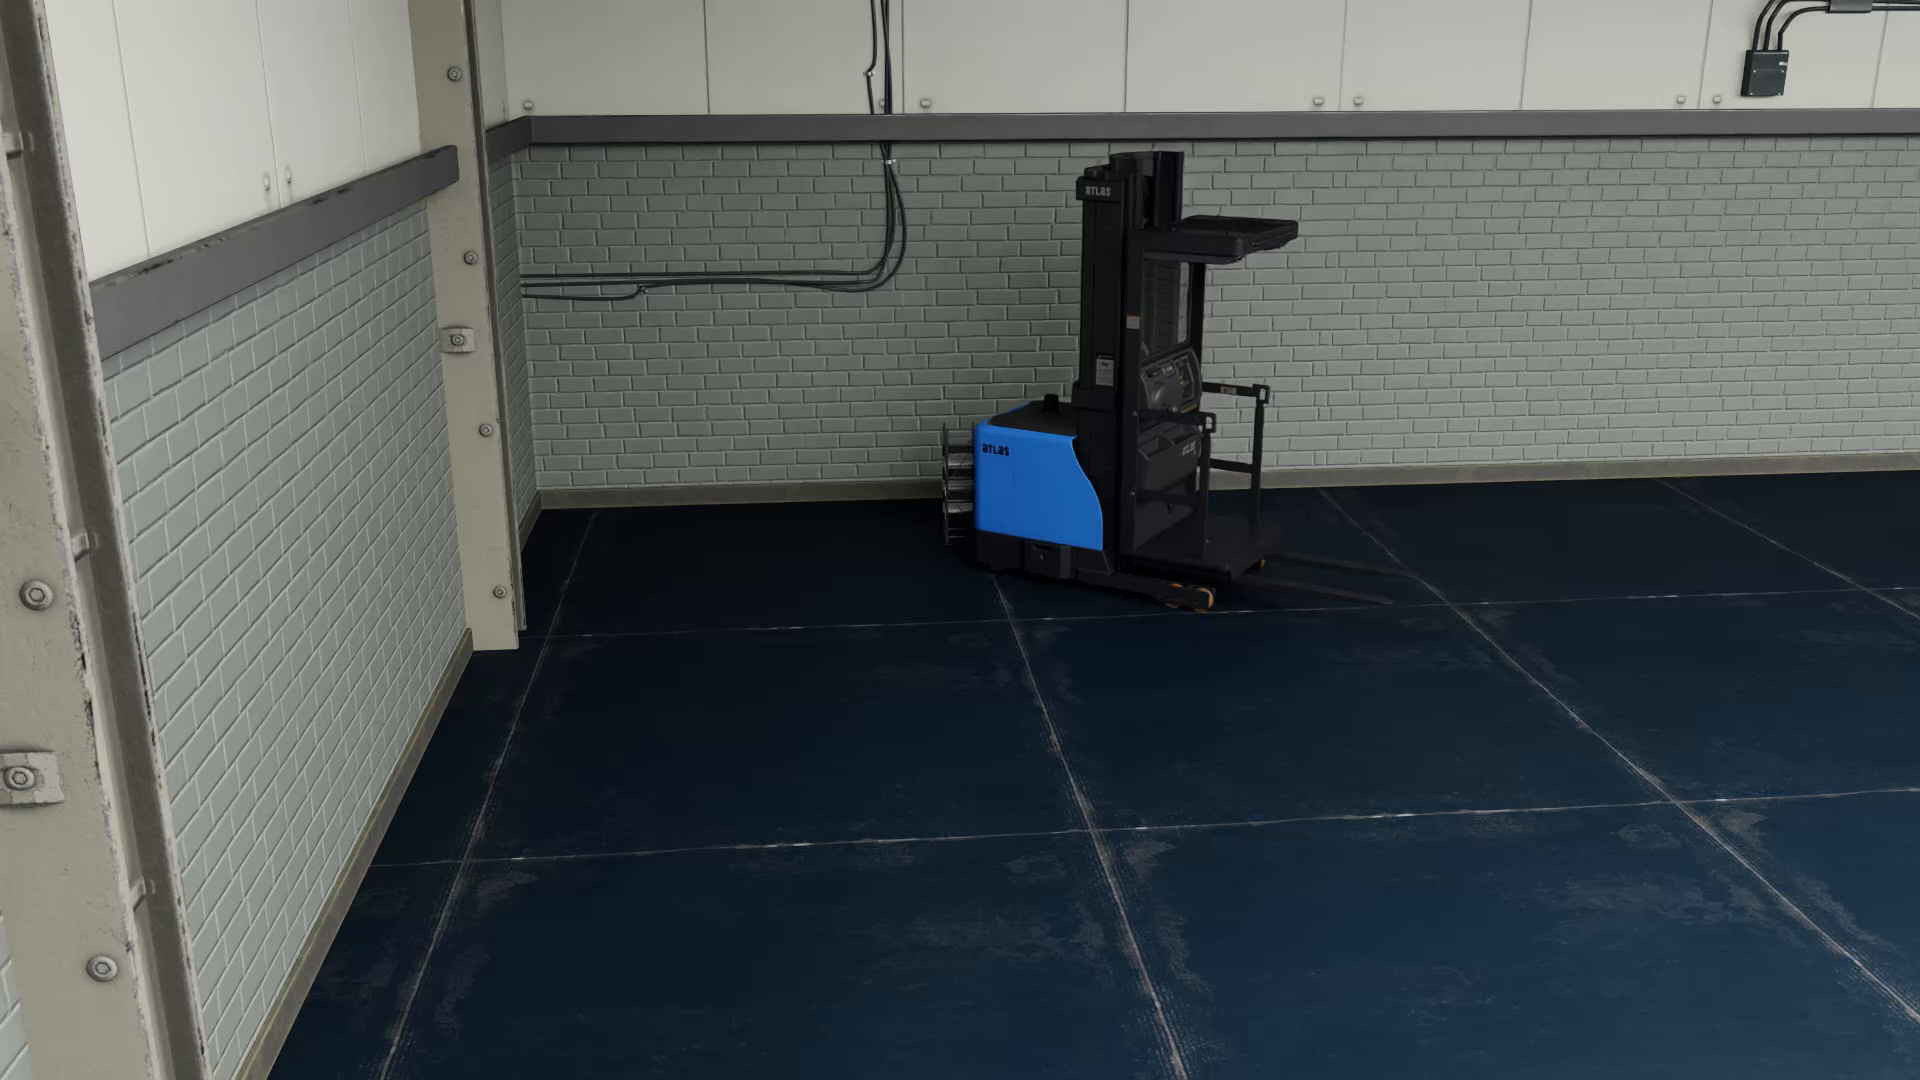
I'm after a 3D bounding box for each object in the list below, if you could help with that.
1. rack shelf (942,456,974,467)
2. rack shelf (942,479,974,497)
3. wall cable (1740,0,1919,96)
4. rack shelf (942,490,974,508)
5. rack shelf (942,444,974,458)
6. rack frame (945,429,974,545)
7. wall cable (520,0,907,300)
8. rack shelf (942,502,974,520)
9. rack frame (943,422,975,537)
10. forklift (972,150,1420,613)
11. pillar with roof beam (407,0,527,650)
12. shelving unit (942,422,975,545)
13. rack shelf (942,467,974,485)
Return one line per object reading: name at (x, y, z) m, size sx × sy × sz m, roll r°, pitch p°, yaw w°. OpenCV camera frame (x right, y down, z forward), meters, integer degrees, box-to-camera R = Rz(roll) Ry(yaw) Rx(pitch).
rack shelf at (0.001, -0.567, 12.491) m, size 0.258 × 0.077 × 0.200 m, roll -2°, pitch 18°, yaw -6°
rack shelf at (0.001, -0.395, 12.545) m, size 0.258 × 0.077 × 0.200 m, roll -2°, pitch 18°, yaw -6°
wall cable at (7.491, -6.491, 12.651) m, size 2.305 × 6.003 × 0.169 m, roll -2°, pitch 18°, yaw -6°
rack shelf at (0.001, -0.309, 12.572) m, size 0.258 × 0.077 × 0.200 m, roll -2°, pitch 18°, yaw -6°
rack shelf at (0.001, -0.653, 12.464) m, size 0.258 × 0.077 × 0.200 m, roll -2°, pitch 18°, yaw -6°
rack frame at (0.011, -0.397, 12.438) m, size 0.240 × 0.900 × 0.006 m, roll -2°, pitch 18°, yaw -6°
wall cable at (-1.954, -3.098, 12.706) m, size 3.097 × 2.526 × 0.112 m, roll -2°, pitch 18°, yaw -6°
rack shelf at (0.001, -0.223, 12.598) m, size 0.258 × 0.077 × 0.200 m, roll -2°, pitch 18°, yaw -6°
rack frame at (-0.010, -0.457, 12.631) m, size 0.240 × 0.900 × 0.006 m, roll -2°, pitch 18°, yaw -6°
forklift at (1.619, -1.092, 11.263) m, size 3.031 × 2.935 × 1.130 m, roll 10°, pitch 20°, yaw 29°
pillar with roof beam at (1.317, -3.794, 9.739) m, size 9.100 × 9.000 × 0.400 m, roll -2°, pitch 18°, yaw -6°
shelving unit at (0.001, -0.427, 12.535) m, size 0.258 × 0.900 × 0.210 m, roll -2°, pitch 18°, yaw -6°
rack shelf at (0.001, -0.481, 12.518) m, size 0.258 × 0.077 × 0.200 m, roll -2°, pitch 18°, yaw -6°
